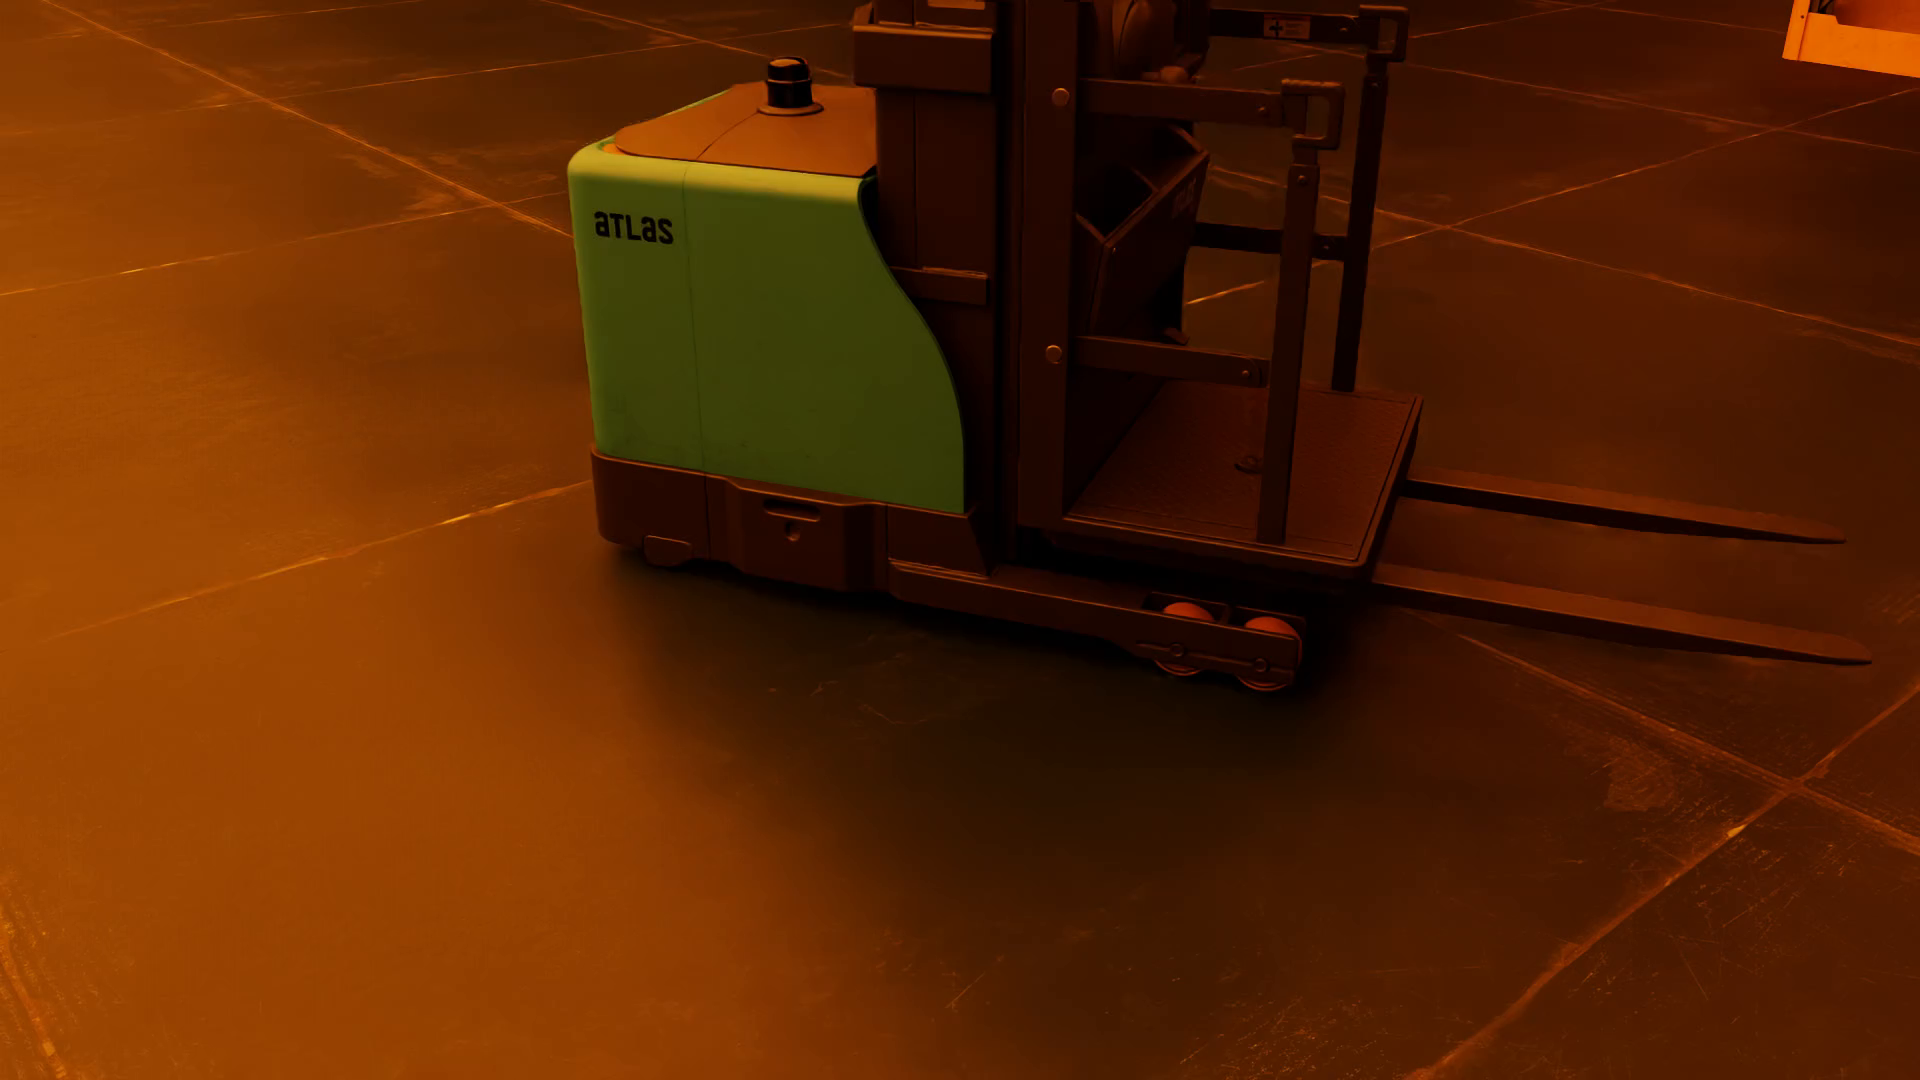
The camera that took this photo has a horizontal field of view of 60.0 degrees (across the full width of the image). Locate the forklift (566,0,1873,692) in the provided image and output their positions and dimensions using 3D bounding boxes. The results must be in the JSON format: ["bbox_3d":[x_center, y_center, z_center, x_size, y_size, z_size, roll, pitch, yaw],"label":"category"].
[{"bbox_3d":[0.614,-1.234,3.691,3.031,2.935,1.130,10,28,19],"label":"forklift"}]
